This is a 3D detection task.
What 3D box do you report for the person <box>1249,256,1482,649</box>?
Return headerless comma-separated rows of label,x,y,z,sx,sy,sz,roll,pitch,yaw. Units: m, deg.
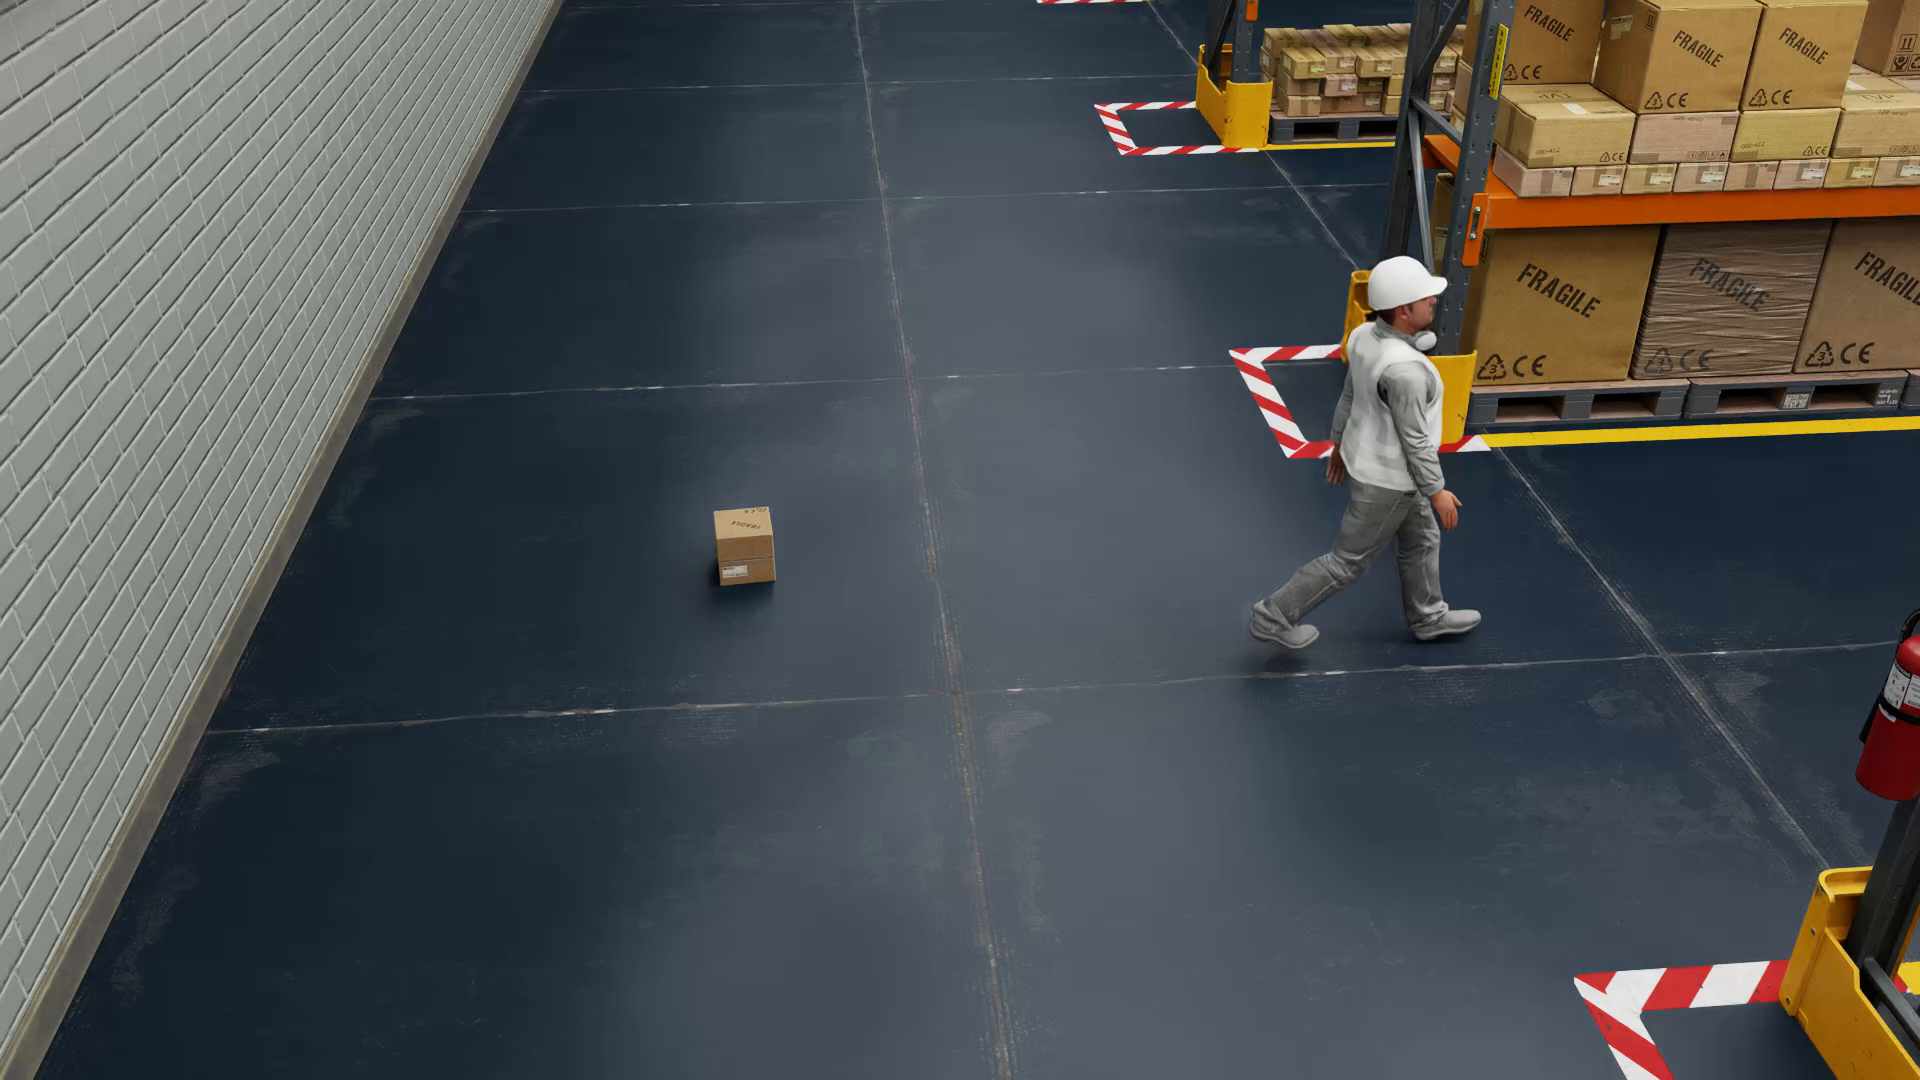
person,1.718,-0.287,6.596,1.022,1.730,0.564,0,31,1
